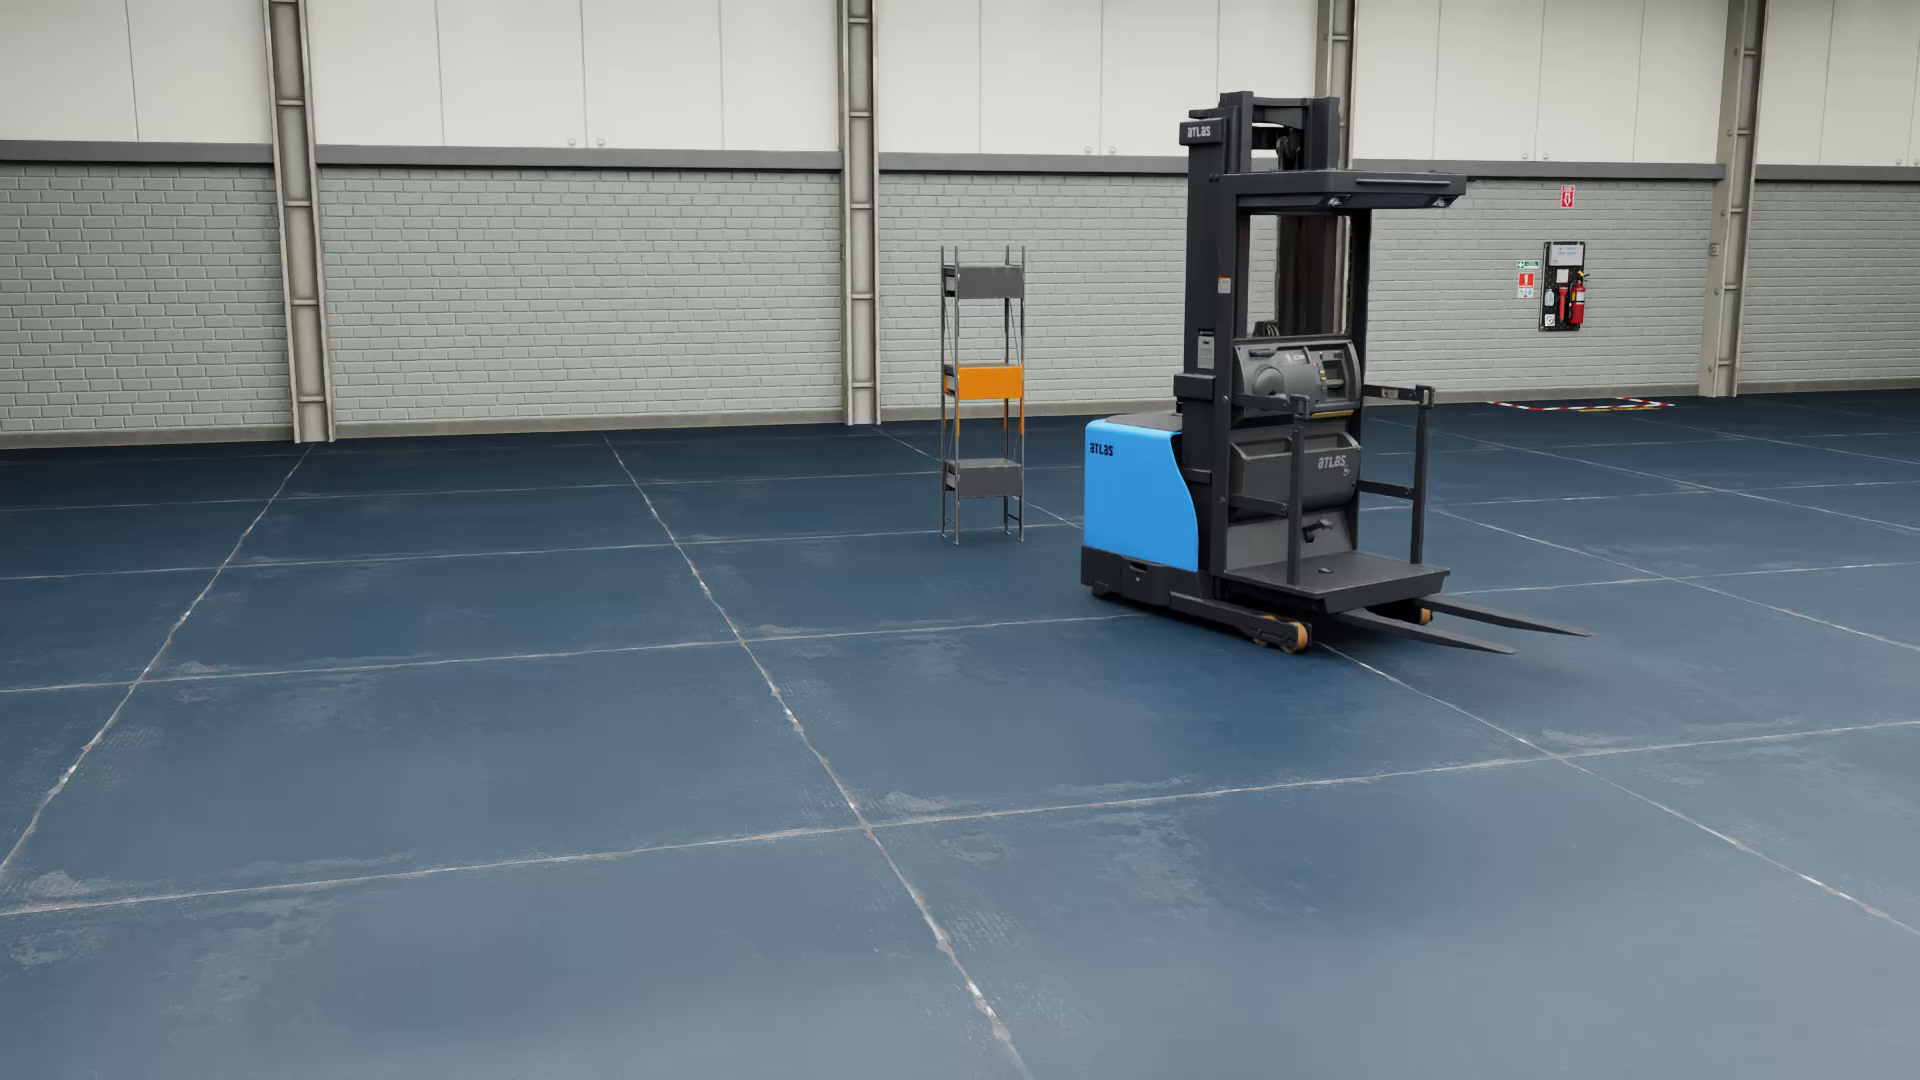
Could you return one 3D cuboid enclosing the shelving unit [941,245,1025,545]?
[{"bbox_3d":[0.159,-1.041,11.902,0.503,2.100,0.431,-3,11,-16],"label":"shelving unit"}]

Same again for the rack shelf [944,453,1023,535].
[{"bbox_3d":[0.159,-0.339,12.031,0.480,0.518,0.431,-3,11,-16],"label":"rack shelf"}]

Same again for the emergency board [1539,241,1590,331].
[{"bbox_3d":[7.985,-3.334,21.872,0.643,1.169,0.194,-3,11,-16],"label":"emergency board"}]

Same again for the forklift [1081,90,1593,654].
[{"bbox_3d":[2.005,-0.943,9.074,1.130,2.935,3.031,-7,13,-35],"label":"forklift"}]

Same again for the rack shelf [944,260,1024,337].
[{"bbox_3d":[0.159,-1.716,11.778,0.480,0.518,0.431,-3,11,-16],"label":"rack shelf"}]

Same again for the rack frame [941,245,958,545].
[{"bbox_3d":[-0.075,-1.029,11.835,0.015,2.100,0.400,-3,11,-16],"label":"rack frame"}]

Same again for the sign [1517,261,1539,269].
[{"bbox_3d":[7.432,-3.601,21.759,0.331,0.109,0.001,-3,11,-16],"label":"sign"}]

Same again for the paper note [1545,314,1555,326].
[{"bbox_3d":[7.796,-2.904,21.968,0.142,0.148,0.016,-3,11,-16],"label":"paper note"}]

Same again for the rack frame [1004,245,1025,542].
[{"bbox_3d":[0.393,-1.053,11.969,0.015,2.100,0.400,-3,11,-16],"label":"rack frame"}]

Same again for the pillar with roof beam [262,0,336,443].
[{"bbox_3d":[-5.711,-4.744,12.959,0.400,9.000,9.100,-3,11,-16],"label":"pillar with roof beam"}]

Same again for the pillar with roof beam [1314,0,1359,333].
[{"bbox_3d":[5.811,-5.351,16.258,0.400,9.000,9.100,-3,11,-16],"label":"pillar with roof beam"}]

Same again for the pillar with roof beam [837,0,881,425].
[{"bbox_3d":[0.050,-5.047,14.609,0.400,9.000,9.100,-3,11,-16],"label":"pillar with roof beam"}]

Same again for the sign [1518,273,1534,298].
[{"bbox_3d":[7.425,-3.342,21.814,0.234,0.329,0.001,-3,11,-16],"label":"sign"}]

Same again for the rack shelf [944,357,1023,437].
[{"bbox_3d":[0.159,-1.028,11.904,0.480,0.518,0.431,-3,11,-16],"label":"rack shelf"}]

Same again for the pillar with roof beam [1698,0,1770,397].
[{"bbox_3d":[11.572,-5.655,17.907,0.400,9.000,9.100,-3,11,-16],"label":"pillar with roof beam"}]

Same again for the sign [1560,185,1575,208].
[{"bbox_3d":[7.949,-4.491,21.754,0.199,0.298,0.001,-3,11,-16],"label":"sign"}]
